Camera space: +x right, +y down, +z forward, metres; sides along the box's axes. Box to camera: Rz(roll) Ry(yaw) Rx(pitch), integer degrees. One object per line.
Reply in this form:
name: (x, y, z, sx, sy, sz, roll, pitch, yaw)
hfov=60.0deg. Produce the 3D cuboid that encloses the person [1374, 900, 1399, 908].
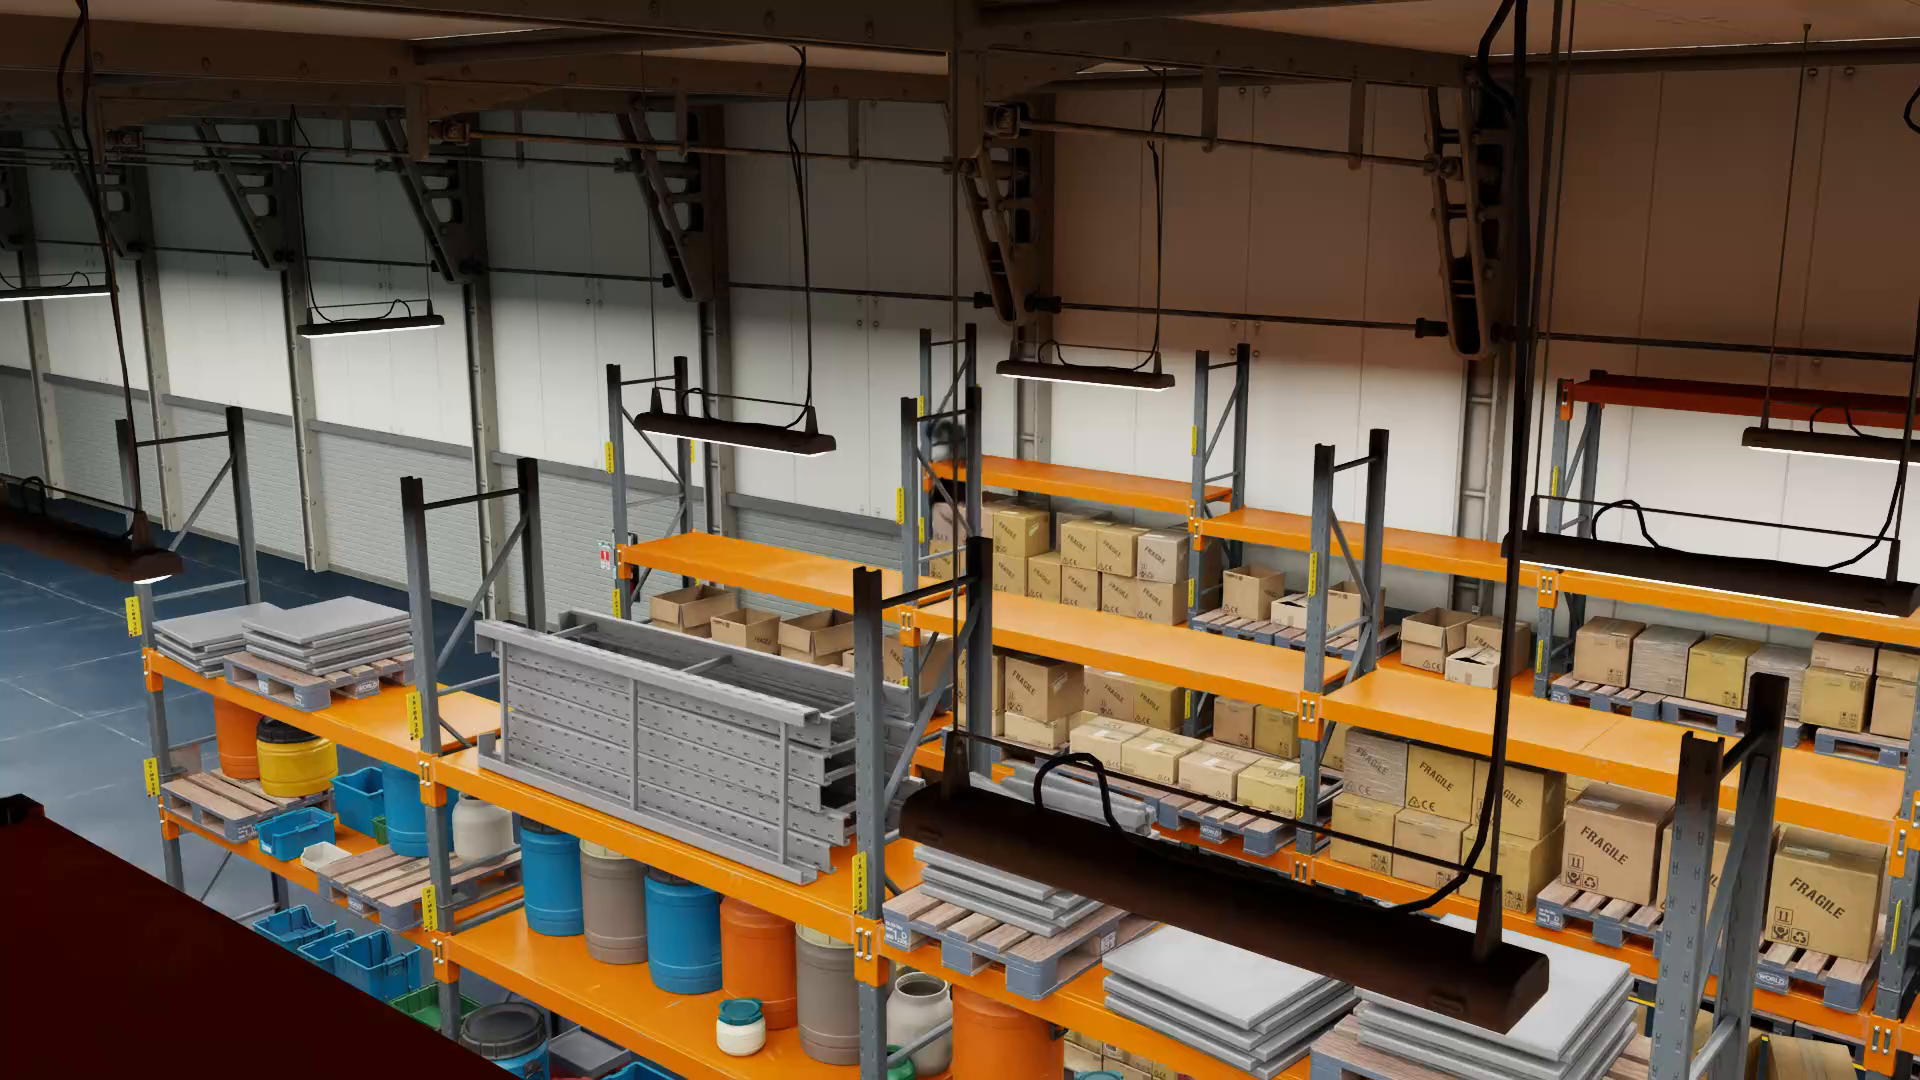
person: (3.861, 3.972, 15.012, 0.576, 1.608, 0.592, 8, 15, 32)
